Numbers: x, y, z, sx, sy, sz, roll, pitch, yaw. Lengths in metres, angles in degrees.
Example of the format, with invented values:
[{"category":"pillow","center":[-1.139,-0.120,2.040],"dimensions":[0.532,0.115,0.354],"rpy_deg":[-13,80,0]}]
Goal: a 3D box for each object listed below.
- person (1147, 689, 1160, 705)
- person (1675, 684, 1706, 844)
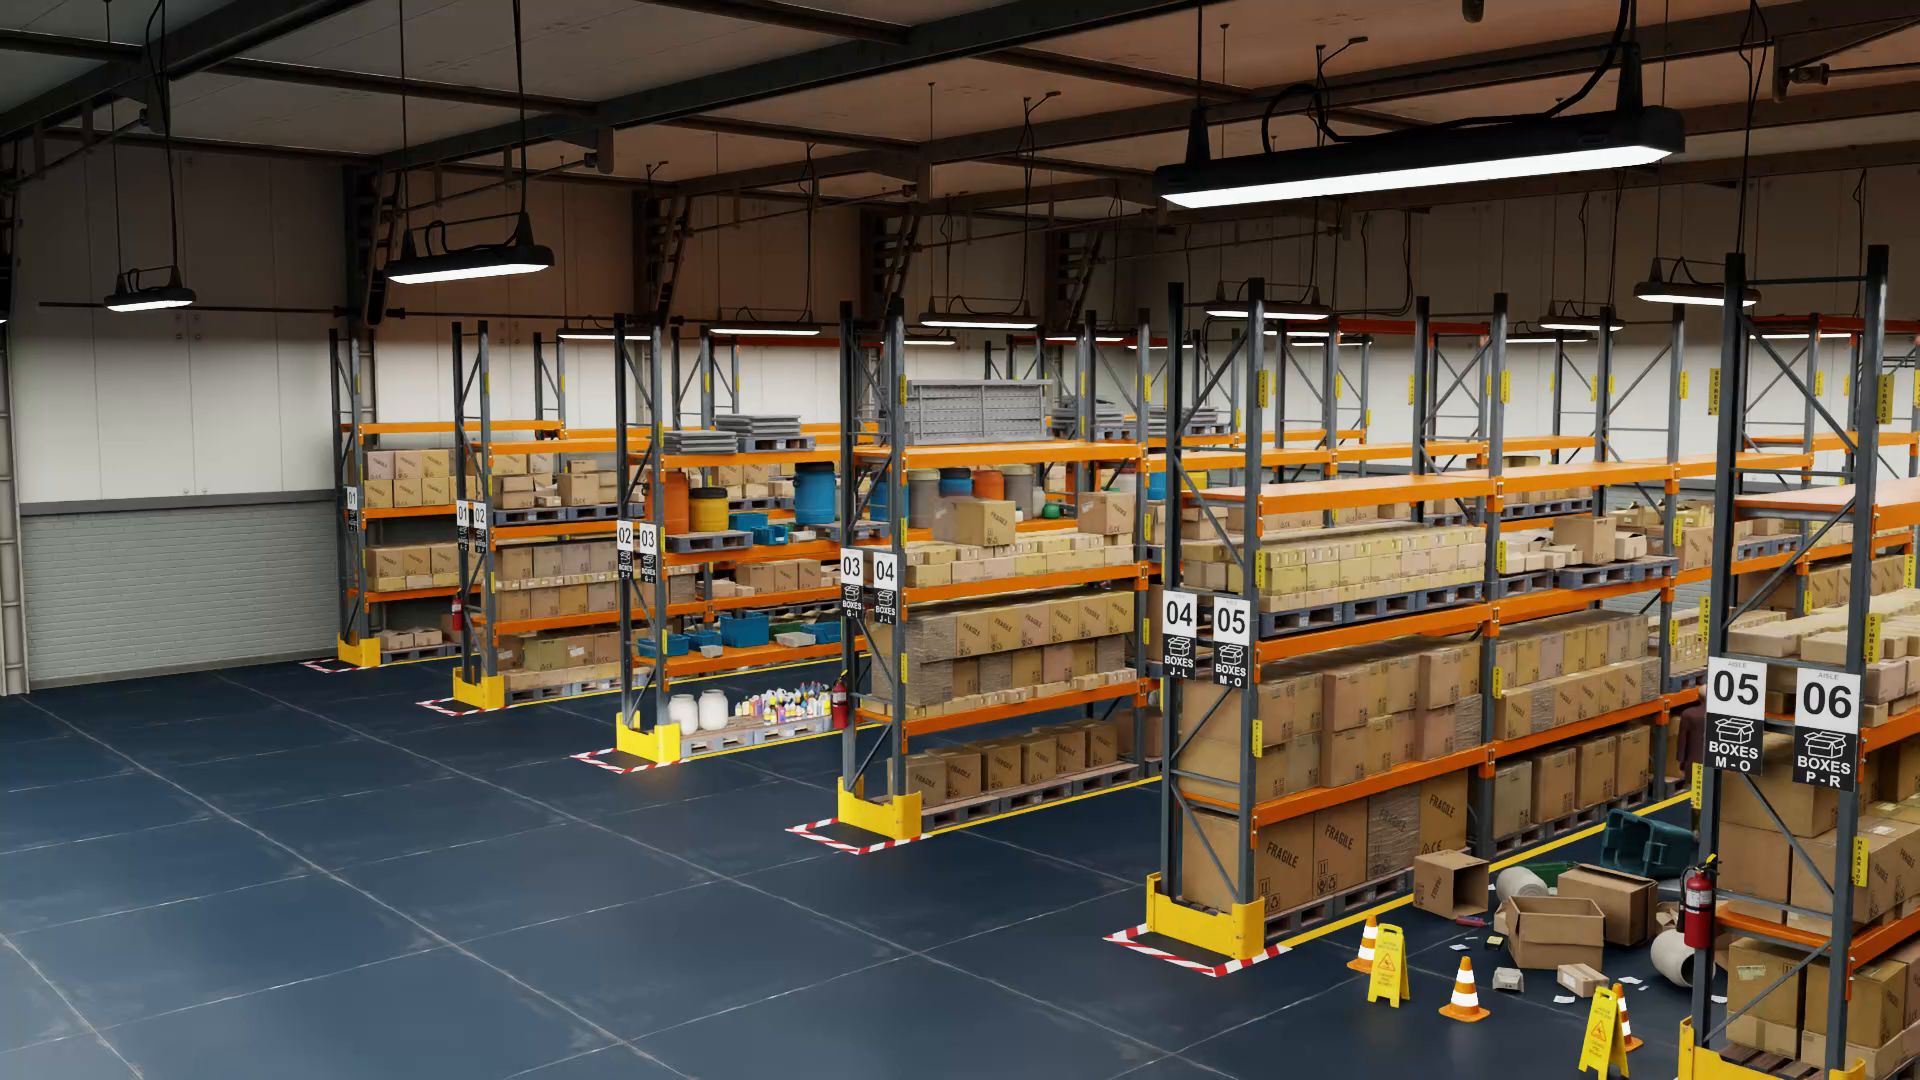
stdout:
[{"category":"person","center":[2.975,1.883,24.966],"dimensions":[1.061,1.599,0.491],"rpy_deg":[-4,7,-33]},{"category":"person","center":[8.207,2.477,18.342],"dimensions":[0.592,1.775,0.617],"rpy_deg":[-5,8,-44]}]
